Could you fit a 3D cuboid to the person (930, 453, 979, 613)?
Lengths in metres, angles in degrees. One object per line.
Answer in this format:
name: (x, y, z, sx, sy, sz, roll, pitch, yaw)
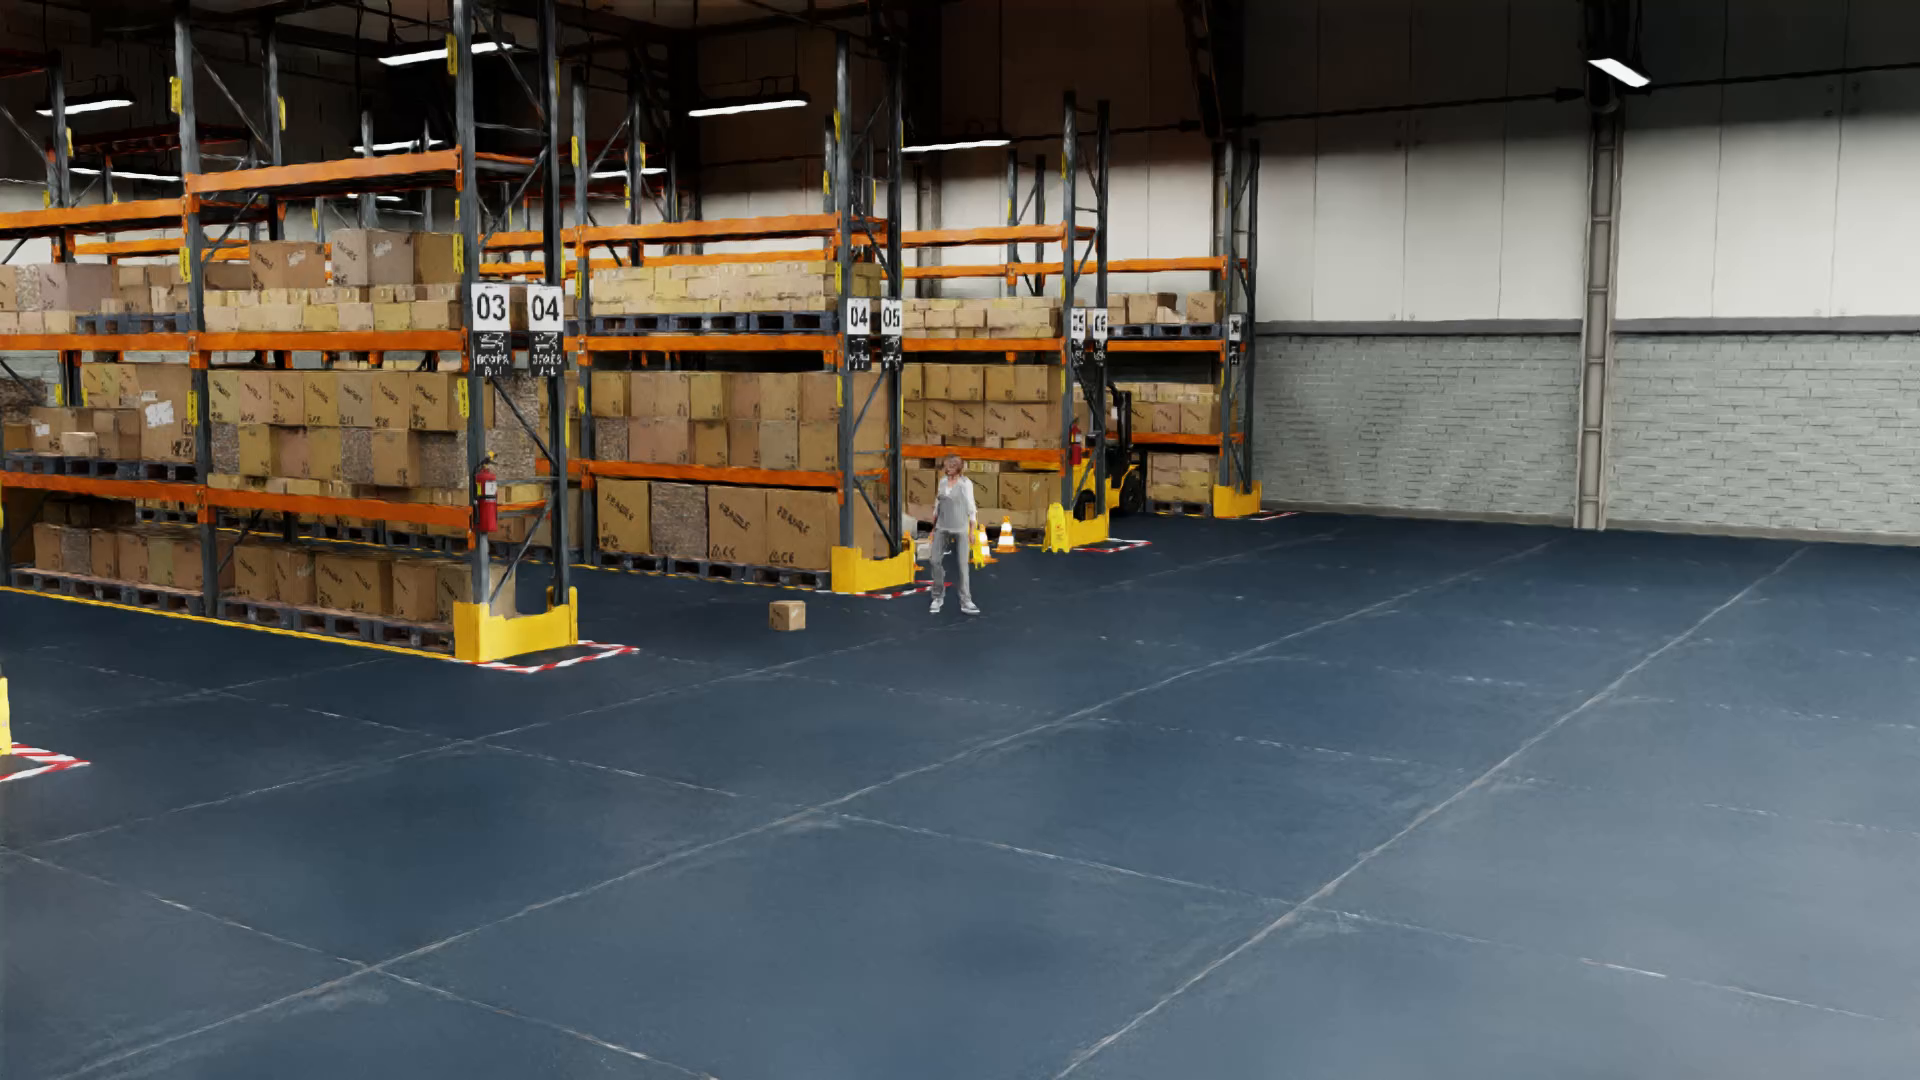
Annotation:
person: (-0.057, -0.069, 16.657, 0.555, 1.616, 0.318, 3, 7, 26)
